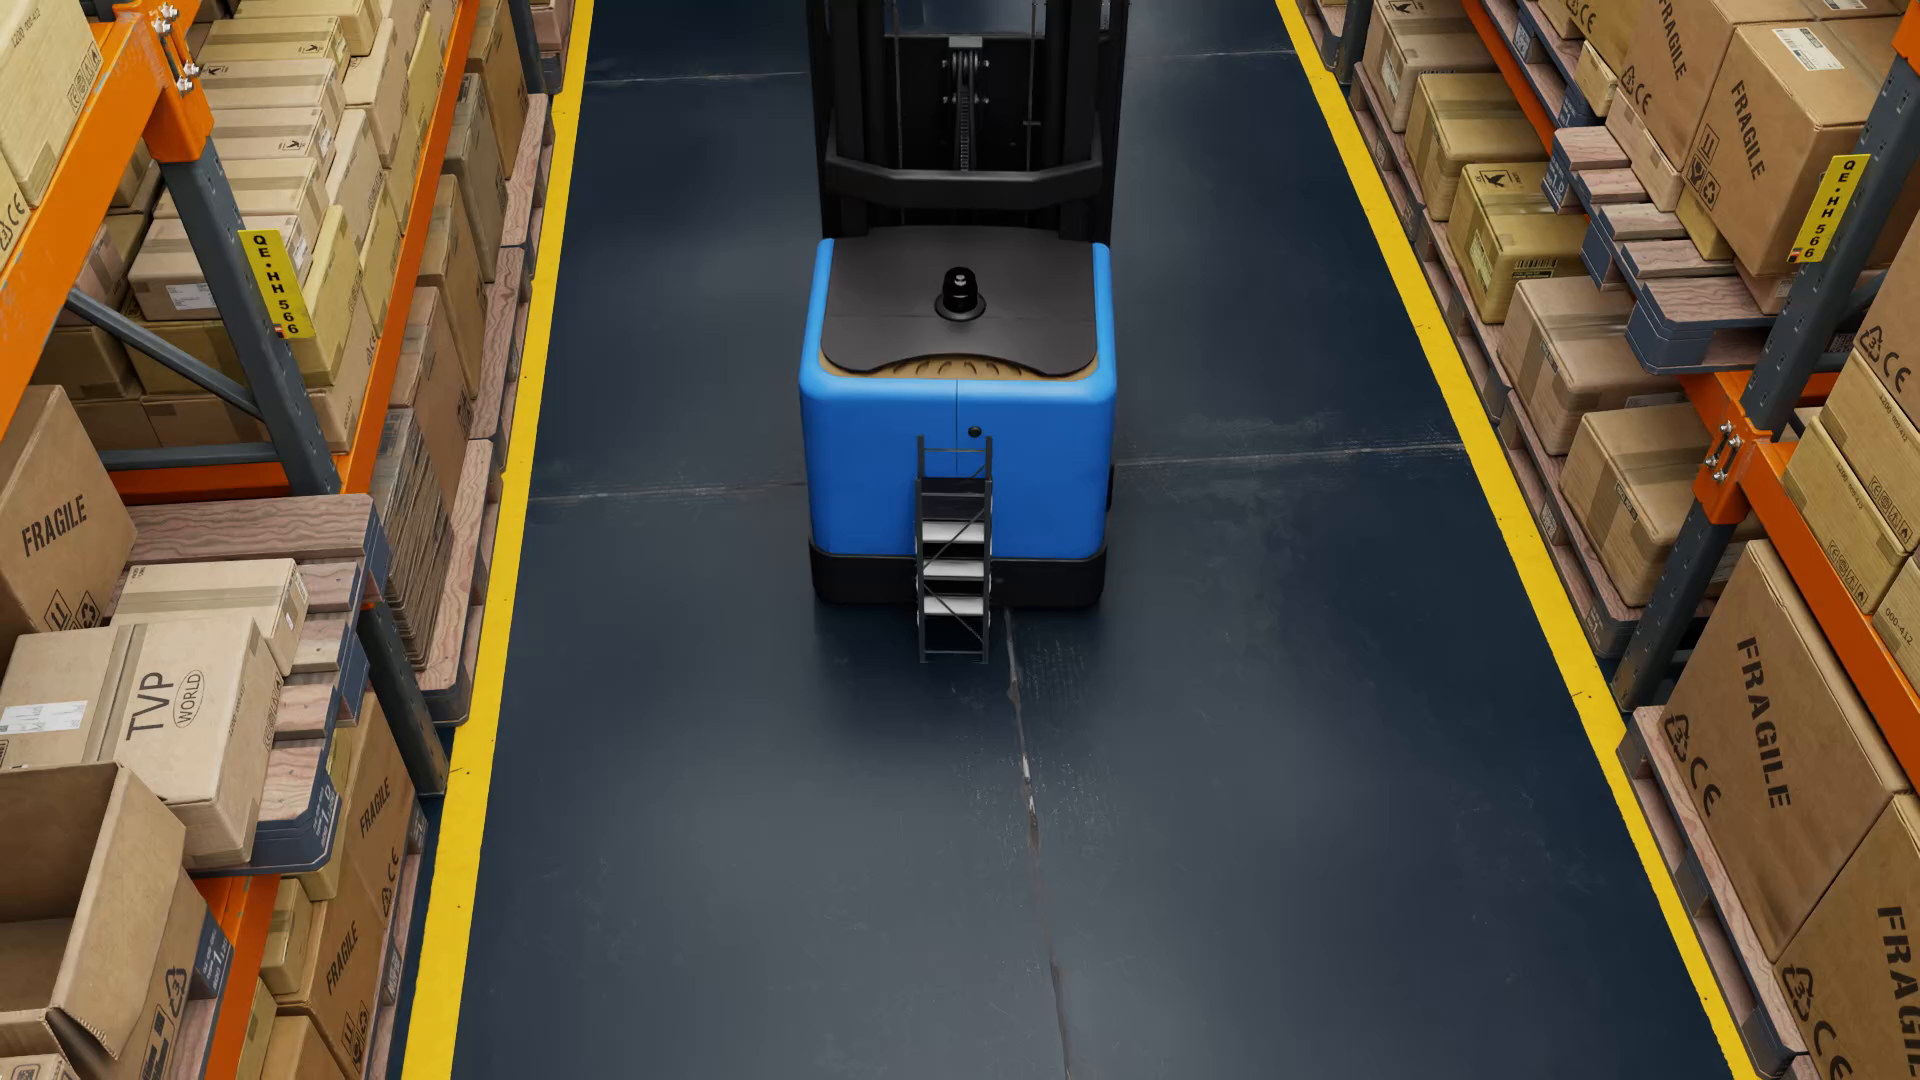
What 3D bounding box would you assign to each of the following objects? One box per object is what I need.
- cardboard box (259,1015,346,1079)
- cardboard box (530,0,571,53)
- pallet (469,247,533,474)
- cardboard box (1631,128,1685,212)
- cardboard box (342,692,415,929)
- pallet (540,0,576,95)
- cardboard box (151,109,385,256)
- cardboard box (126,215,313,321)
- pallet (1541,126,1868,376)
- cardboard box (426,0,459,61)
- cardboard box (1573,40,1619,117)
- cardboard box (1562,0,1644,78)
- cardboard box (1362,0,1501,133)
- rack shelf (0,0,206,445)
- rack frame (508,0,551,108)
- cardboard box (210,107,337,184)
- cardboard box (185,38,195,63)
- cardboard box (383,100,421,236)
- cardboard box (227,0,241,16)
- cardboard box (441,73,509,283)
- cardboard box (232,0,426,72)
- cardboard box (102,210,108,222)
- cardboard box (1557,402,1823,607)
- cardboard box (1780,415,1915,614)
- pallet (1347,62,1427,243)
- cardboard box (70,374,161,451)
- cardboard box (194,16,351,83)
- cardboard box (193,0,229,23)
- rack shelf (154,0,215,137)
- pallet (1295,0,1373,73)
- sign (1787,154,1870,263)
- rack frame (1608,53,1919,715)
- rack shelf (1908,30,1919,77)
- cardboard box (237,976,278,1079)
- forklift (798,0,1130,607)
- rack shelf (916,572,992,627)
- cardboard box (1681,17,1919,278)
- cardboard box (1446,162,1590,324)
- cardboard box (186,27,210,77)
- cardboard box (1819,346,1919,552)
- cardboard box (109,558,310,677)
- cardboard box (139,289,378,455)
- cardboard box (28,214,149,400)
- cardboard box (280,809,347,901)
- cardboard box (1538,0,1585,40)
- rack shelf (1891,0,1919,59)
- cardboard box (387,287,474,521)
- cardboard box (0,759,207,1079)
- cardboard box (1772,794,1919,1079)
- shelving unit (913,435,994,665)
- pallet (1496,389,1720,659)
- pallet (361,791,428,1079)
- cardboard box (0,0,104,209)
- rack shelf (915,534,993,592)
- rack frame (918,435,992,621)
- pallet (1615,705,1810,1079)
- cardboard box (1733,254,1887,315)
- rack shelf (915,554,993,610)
[{"bbox_3d":[-1.865,1.544,4.154,0.500,0.500,0.500,-2,47,-2],"label":"cardboard box"},{"bbox_3d":[-2.238,-2.668,8.316,0.500,0.250,0.500,-3,47,-3],"label":"cardboard box"},{"bbox_3d":[-2.321,-0.725,6.791,1.003,0.211,1.213,-3,47,-3],"label":"pallet"},{"bbox_3d":[2.331,-1.160,5.166,0.380,0.149,0.250,-4,47,-4],"label":"cardboard box"},{"bbox_3d":[-1.943,0.803,4.856,0.500,0.500,0.500,-2,47,-2],"label":"cardboard box"},{"bbox_3d":[-2.552,-2.719,8.679,1.003,0.211,1.213,-3,47,-3],"label":"pallet"},{"bbox_3d":[-2.027,-1.024,4.913,0.500,0.250,0.500,-2,47,-2],"label":"cardboard box"},{"bbox_3d":[-1.926,-0.711,4.342,0.380,0.149,0.250,-2,47,-2],"label":"cardboard box"},{"bbox_3d":[2.588,-0.953,5.219,1.213,0.211,1.003,-3,47,-3],"label":"pallet"},{"bbox_3d":[-2.166,-1.975,6.157,0.500,0.250,0.500,-3,47,-3],"label":"cardboard box"},{"bbox_3d":[2.281,-1.541,5.527,0.380,0.149,0.250,-3,47,-3],"label":"cardboard box"},{"bbox_3d":[2.341,-1.841,5.365,0.500,0.500,0.500,-6,47,-6],"label":"cardboard box"},{"bbox_3d":[2.465,-2.265,7.850,0.950,0.372,0.625,-3,47,-3],"label":"cardboard box"},{"bbox_3d":[-2.025,0.458,2.180,1.077,0.370,4.000,-3,47,-3],"label":"rack shelf"},{"bbox_3d":[-2.527,-3.099,7.119,1.000,3.000,0.127,-3,47,-3],"label":"rack frame"},{"bbox_3d":[-1.996,-1.089,4.700,0.380,0.149,0.250,-2,47,-2],"label":"cardboard box"},{"bbox_3d":[-2.550,-1.427,5.020,0.380,0.149,0.250,-4,47,-4],"label":"cardboard box"},{"bbox_3d":[-2.073,-1.226,5.449,0.500,0.250,0.500,-5,47,-5],"label":"cardboard box"},{"bbox_3d":[-2.162,-1.827,5.399,0.380,0.149,0.250,-3,47,-3],"label":"cardboard box"},{"bbox_3d":[-2.415,-1.489,6.940,0.875,0.625,0.625,-4,47,-4],"label":"cardboard box"},{"bbox_3d":[-2.121,-1.772,5.621,0.500,0.250,0.500,-3,47,-3],"label":"cardboard box"},{"bbox_3d":[-2.555,-0.868,4.491,0.380,0.149,0.250,-2,47,-2],"label":"cardboard box"},{"bbox_3d":[2.716,-0.160,5.856,0.950,0.372,0.625,-6,47,-6],"label":"cardboard box"},{"bbox_3d":[2.544,-0.089,4.371,0.500,0.250,0.500,-4,47,-4],"label":"cardboard box"},{"bbox_3d":[2.485,-1.882,7.887,1.003,0.211,1.213,-3,47,-3],"label":"pallet"},{"bbox_3d":[-2.485,-0.463,4.726,0.500,0.250,0.500,-4,47,-4],"label":"cardboard box"},{"bbox_3d":[-2.082,-1.457,5.048,0.380,0.149,0.250,-3,47,-3],"label":"cardboard box"},{"bbox_3d":[-2.569,-1.795,5.369,0.380,0.149,0.250,-2,47,-2],"label":"cardboard box"},{"bbox_3d":[-2.360,-2.436,4.921,1.077,0.370,4.000,-3,47,-3],"label":"rack shelf"},{"bbox_3d":[2.327,-2.929,8.878,1.003,0.211,1.213,-3,47,-3],"label":"pallet"},{"bbox_3d":[2.214,-0.841,4.238,0.100,0.325,0.005,-3,47,-3],"label":"sign"},{"bbox_3d":[2.753,-0.510,4.667,1.000,3.000,0.127,-3,47,-3],"label":"rack frame"},{"bbox_3d":[2.921,0.153,2.469,1.077,0.370,4.000,-3,47,-3],"label":"rack shelf"},{"bbox_3d":[-1.890,1.211,4.023,0.380,0.149,0.250,-2,47,-2],"label":"cardboard box"},{"bbox_3d":[0.032,-1.827,5.961,1.130,2.935,3.031,1,47,1],"label":"forklift"},{"bbox_3d":[-0.019,0.197,5.738,0.258,0.077,0.200,1,47,1],"label":"rack shelf"},{"bbox_3d":[2.438,-1.103,4.666,0.500,0.500,0.500,-5,47,-4],"label":"cardboard box"},{"bbox_3d":[2.589,-1.242,6.881,0.950,0.372,0.625,-2,47,-2],"label":"cardboard box"},{"bbox_3d":[-2.591,-1.366,5.237,0.500,0.250,0.500,-4,47,-4],"label":"cardboard box"},{"bbox_3d":[2.550,-0.248,4.178,0.500,0.250,0.500,-4,47,-4],"label":"cardboard box"},{"bbox_3d":[-1.755,0.189,3.889,0.380,0.149,0.250,-3,47,-3],"label":"cardboard box"},{"bbox_3d":[-1.986,-0.490,4.751,0.500,0.250,0.500,-3,47,-3],"label":"cardboard box"},{"bbox_3d":[-2.507,-0.634,4.543,0.500,0.250,0.500,-3,47,-2],"label":"cardboard box"},{"bbox_3d":[-1.845,0.824,4.389,0.380,0.149,0.250,-6,47,-5],"label":"cardboard box"},{"bbox_3d":[2.283,-1.907,5.874,0.380,0.149,0.250,-5,47,-5],"label":"cardboard box"},{"bbox_3d":[2.586,-2.741,5.209,1.077,0.370,4.000,-3,47,-3],"label":"rack shelf"},{"bbox_3d":[-2.294,-0.458,5.964,0.875,0.625,0.625,-2,47,-2],"label":"cardboard box"},{"bbox_3d":[-1.872,0.784,3.081,0.797,0.503,0.637,-4,47,-4],"label":"cardboard box"},{"bbox_3d":[2.799,1.227,4.196,0.875,0.875,0.875,-3,47,-3],"label":"cardboard box"},{"bbox_3d":[-0.019,0.050,5.583,0.258,0.900,0.210,1,47,1],"label":"shelving unit"},{"bbox_3d":[2.690,-0.116,6.215,1.003,0.211,1.213,-3,47,-3],"label":"pallet"},{"bbox_3d":[-2.168,1.296,4.877,1.003,0.211,1.213,-3,47,-3],"label":"pallet"},{"bbox_3d":[-1.908,-0.829,3.006,0.500,0.250,0.500,-5,47,-5],"label":"cardboard box"},{"bbox_3d":[-0.019,0.073,5.607,0.258,0.077,0.200,1,47,1],"label":"rack shelf"},{"bbox_3d":[-0.016,-0.024,5.653,0.240,0.900,0.006,1,47,1],"label":"rack frame"},{"bbox_3d":[2.744,1.024,5.135,1.003,0.211,1.213,-3,47,-3],"label":"pallet"},{"bbox_3d":[2.492,-0.791,4.817,0.380,0.149,0.250,-2,47,-2],"label":"cardboard box"},{"bbox_3d":[-0.019,0.135,5.673,0.258,0.077,0.200,1,47,1],"label":"rack shelf"}]
